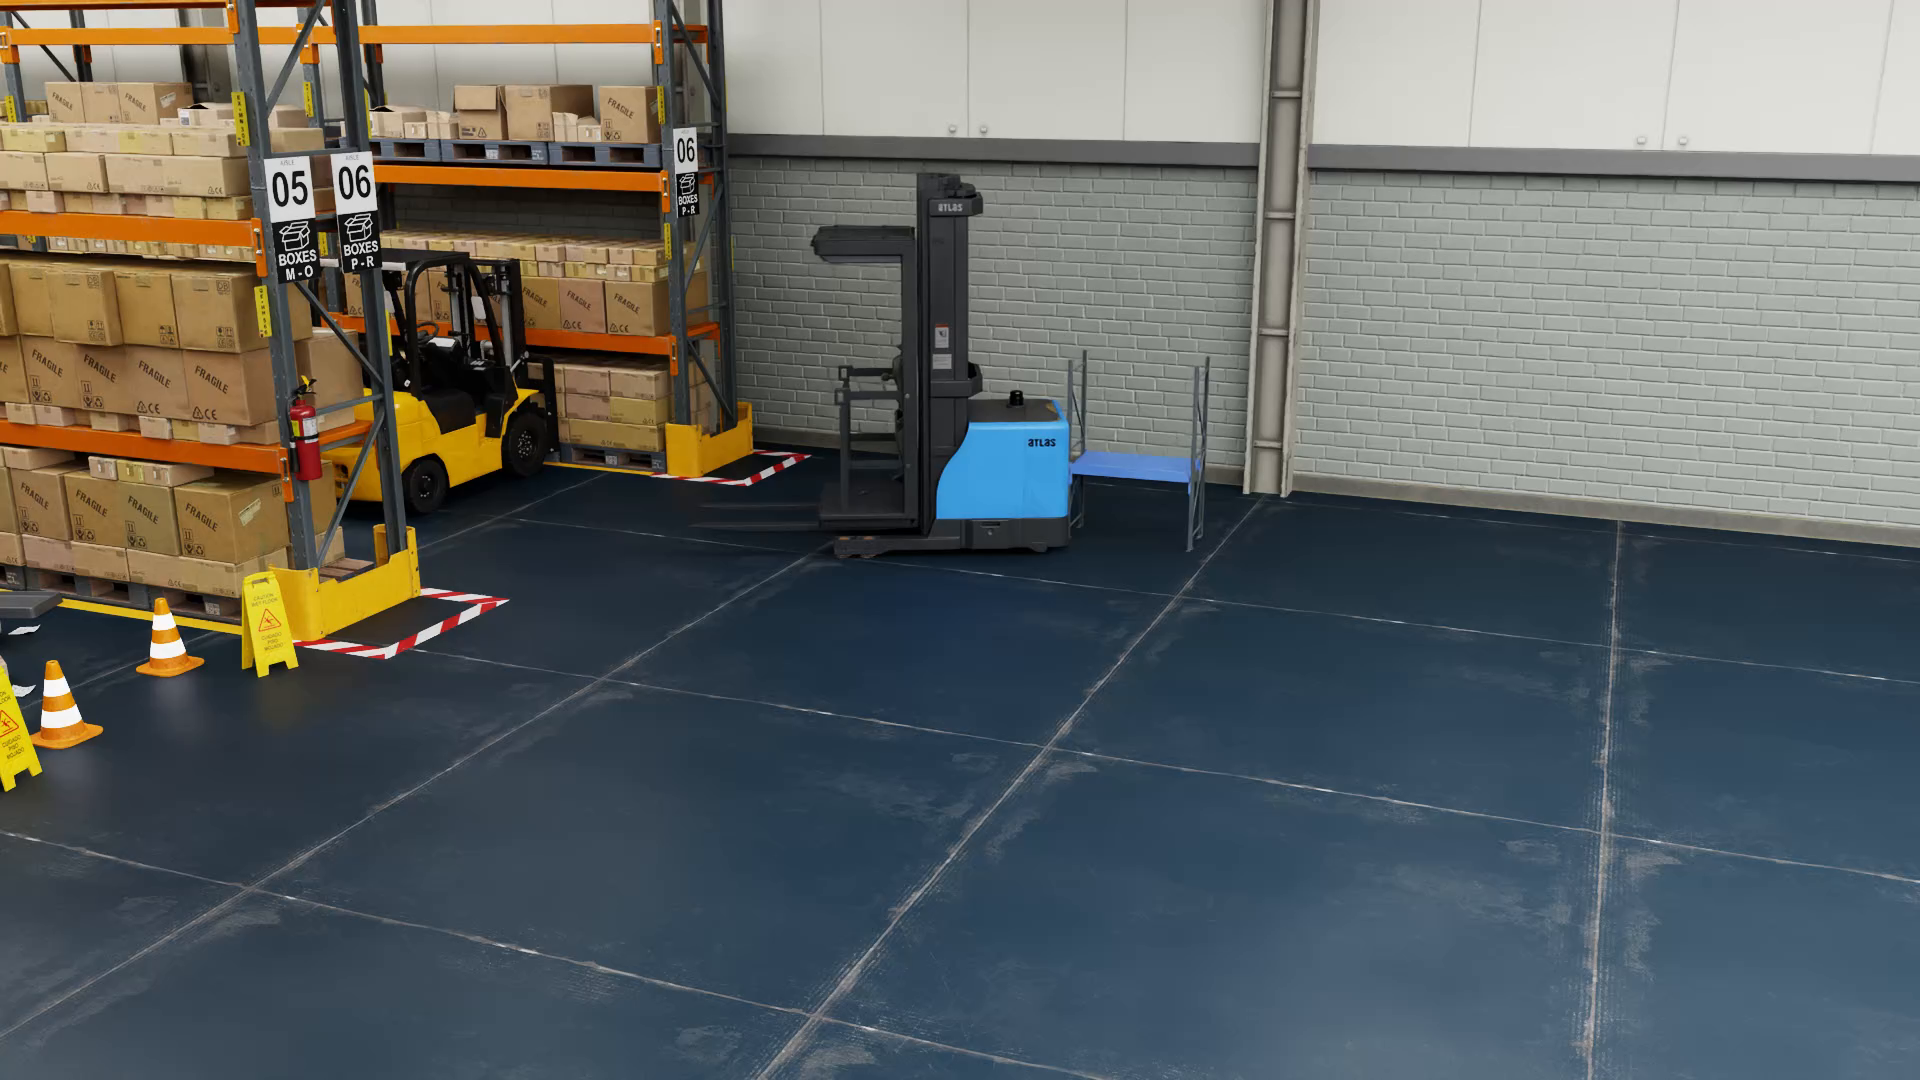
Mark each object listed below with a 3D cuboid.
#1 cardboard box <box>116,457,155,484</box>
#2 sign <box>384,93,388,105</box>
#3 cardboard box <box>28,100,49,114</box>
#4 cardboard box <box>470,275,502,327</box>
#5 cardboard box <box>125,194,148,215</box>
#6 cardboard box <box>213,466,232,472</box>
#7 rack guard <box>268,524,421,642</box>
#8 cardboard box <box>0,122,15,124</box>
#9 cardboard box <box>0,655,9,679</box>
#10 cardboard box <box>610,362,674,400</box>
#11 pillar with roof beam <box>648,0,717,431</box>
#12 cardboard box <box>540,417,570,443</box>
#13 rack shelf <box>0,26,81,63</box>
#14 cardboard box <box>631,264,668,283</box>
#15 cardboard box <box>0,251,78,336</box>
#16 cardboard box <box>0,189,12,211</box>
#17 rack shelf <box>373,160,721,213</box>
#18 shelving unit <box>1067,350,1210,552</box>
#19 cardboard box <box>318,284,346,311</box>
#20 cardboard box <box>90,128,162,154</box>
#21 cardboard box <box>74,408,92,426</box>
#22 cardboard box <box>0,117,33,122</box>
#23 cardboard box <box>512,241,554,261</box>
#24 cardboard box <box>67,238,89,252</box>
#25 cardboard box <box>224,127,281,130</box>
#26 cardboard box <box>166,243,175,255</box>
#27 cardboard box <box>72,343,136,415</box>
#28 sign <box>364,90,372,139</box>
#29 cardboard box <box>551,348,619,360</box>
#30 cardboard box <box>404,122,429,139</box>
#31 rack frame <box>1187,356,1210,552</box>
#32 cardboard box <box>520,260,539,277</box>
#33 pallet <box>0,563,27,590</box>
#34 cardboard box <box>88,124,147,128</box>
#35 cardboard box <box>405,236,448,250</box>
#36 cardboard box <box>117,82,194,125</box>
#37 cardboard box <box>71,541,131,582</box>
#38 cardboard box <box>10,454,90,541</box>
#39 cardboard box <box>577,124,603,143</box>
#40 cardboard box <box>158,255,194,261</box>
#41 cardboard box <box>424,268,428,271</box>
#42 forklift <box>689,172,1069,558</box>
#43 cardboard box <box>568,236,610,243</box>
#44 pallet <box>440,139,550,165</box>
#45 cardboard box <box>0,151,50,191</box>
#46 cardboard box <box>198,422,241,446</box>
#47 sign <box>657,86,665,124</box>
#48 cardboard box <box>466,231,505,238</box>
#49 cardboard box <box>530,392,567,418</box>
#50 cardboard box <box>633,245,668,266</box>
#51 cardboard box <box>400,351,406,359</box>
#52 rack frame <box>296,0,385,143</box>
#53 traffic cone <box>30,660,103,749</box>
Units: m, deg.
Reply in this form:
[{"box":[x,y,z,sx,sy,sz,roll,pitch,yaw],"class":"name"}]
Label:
[{"box":[-5.709,-0.520,11.755,0.250,0.149,0.380,7,17,22],"class":"cardboard box"},{"box":[-5.971,-4.474,17.256,0.005,0.325,0.100,6,17,21],"class":"sign"},{"box":[-10.135,-4.825,18.552,0.250,0.149,0.380,6,17,19],"class":"cardboard box"},{"box":[-4.434,-2.381,16.315,0.500,0.500,0.500,6,17,21],"class":"cardboard box"},{"box":[-5.393,-2.286,11.239,0.250,0.149,0.380,6,17,21],"class":"cardboard box"},{"box":[-5.429,-0.357,12.355,0.500,0.500,0.500,6,17,19],"class":"cardboard box"},{"box":[-4.340,0.286,11.791,0.348,0.500,1.175,6,17,21],"class":"rack guard"},{"box":[-7.136,-2.986,12.219,0.250,0.149,0.380,7,17,22],"class":"cardboard box"},{"box":[-6.229,0.853,10.470,0.380,0.149,0.250,-12,20,-37],"class":"cardboard box"},{"box":[-2.995,-1.522,15.920,0.500,0.250,0.500,7,18,22],"class":"cardboard box"},{"box":[-4.348,-4.264,12.219,0.400,9.000,9.100,6,17,21],"class":"pillar with roof beam"},{"box":[-3.926,-1.148,16.427,0.500,0.250,0.500,6,17,21],"class":"cardboard box"},{"box":[-11.754,-5.561,18.694,4.000,0.370,1.077,6,17,21],"class":"rack shelf"},{"box":[-2.877,-2.516,15.619,0.250,0.149,0.380,7,17,21],"class":"cardboard box"},{"box":[-6.737,-1.769,11.881,0.500,0.500,0.700,6,17,19],"class":"cardboard box"},{"box":[-6.624,-2.385,11.580,0.250,0.149,0.380,6,17,20],"class":"cardboard box"},{"box":[-4.312,-3.494,16.238,4.000,0.370,1.077,6,17,21],"class":"rack shelf"},{"box":[1.437,-0.736,13.517,1.048,1.500,0.538,5,17,18],"class":"shelving unit"},{"box":[-6.738,-2.515,17.225,0.500,0.250,0.500,7,17,22],"class":"cardboard box"},{"box":[-5.604,-2.691,11.203,0.250,0.149,0.380,6,17,21],"class":"cardboard box"},{"box":[-6.111,-0.930,11.947,0.250,0.149,0.380,6,17,21],"class":"cardboard box"},{"box":[-10.312,-4.546,18.127,0.250,0.149,0.380,7,17,22],"class":"cardboard box"},{"box":[-4.086,-2.783,16.003,0.250,0.149,0.380,7,17,22],"class":"cardboard box"},{"box":[-9.457,-3.236,18.097,0.250,0.149,0.380,7,17,22],"class":"cardboard box"},{"box":[-4.766,-2.720,11.303,0.250,0.149,0.380,6,17,20],"class":"cardboard box"},{"box":[-8.223,-3.132,17.739,0.250,0.149,0.380,6,17,21],"class":"cardboard box"},{"box":[-5.804,-1.186,11.665,0.500,0.500,0.500,6,17,20],"class":"cardboard box"},{"box":[-4.071,-2.907,11.360,0.005,0.325,0.100,6,17,21],"class":"sign"},{"box":[-3.757,-1.758,16.734,0.500,0.250,0.500,6,17,20],"class":"cardboard box"},{"box":[-5.152,-3.970,16.105,0.250,0.149,0.380,7,18,22],"class":"cardboard box"},{"box":[1.919,-0.691,13.362,0.032,1.500,0.500,5,17,18],"class":"rack frame"},{"box":[-4.079,-2.641,16.049,0.250,0.149,0.380,6,17,21],"class":"cardboard box"},{"box":[-7.353,0.083,13.008,1.213,0.211,1.003,6,17,21],"class":"pallet"},{"box":[-5.929,-2.862,11.793,0.250,0.149,0.380,7,17,22],"class":"cardboard box"},{"box":[-5.266,-2.916,16.461,0.250,0.149,0.380,7,17,22],"class":"cardboard box"},{"box":[-8.363,-4.509,17.334,0.500,0.500,0.500,7,17,22],"class":"cardboard box"},{"box":[-6.088,0.092,12.154,0.500,0.250,0.500,6,17,19],"class":"cardboard box"},{"box":[-6.557,-0.321,12.234,0.500,0.500,0.500,7,18,24],"class":"cardboard box"},{"box":[-3.334,-3.770,15.416,0.250,0.149,0.380,6,17,19],"class":"cardboard box"},{"box":[-8.141,-2.916,17.711,0.500,0.250,0.500,7,17,21],"class":"cardboard box"},{"box":[-5.276,-2.772,16.499,0.250,0.149,0.380,7,17,22],"class":"cardboard box"},{"box":[-0.661,-1.413,13.284,3.031,2.935,1.130,-1,16,-2],"class":"forklift"},{"box":[-3.647,-2.895,16.388,0.250,0.149,0.380,7,18,22],"class":"cardboard box"},{"box":[-4.239,-3.796,16.146,1.213,0.211,1.003,6,17,21],"class":"pallet"},{"box":[-6.267,-2.555,11.449,0.500,0.250,0.500,6,17,21],"class":"cardboard box"},{"box":[-4.972,-0.766,11.381,0.250,0.149,0.380,6,17,20],"class":"cardboard box"},{"box":[-2.664,-3.882,14.841,0.005,0.325,0.100,6,17,21],"class":"sign"},{"box":[-4.806,-3.050,16.924,0.250,0.149,0.380,6,17,20],"class":"cardboard box"},{"box":[-3.970,-1.386,16.348,0.500,0.250,0.500,6,17,19],"class":"cardboard box"},{"box":[-2.862,-2.678,15.643,0.250,0.149,0.380,6,17,21],"class":"cardboard box"},{"box":[-5.366,-1.779,16.806,0.500,0.250,0.500,6,17,21],"class":"cardboard box"},{"box":[-6.173,-5.484,16.424,0.127,3.000,1.000,6,17,21],"class":"rack frame"},{"box":[-5.234,0.925,9.657,0.334,0.463,0.336,6,17,21],"class":"traffic cone"}]
